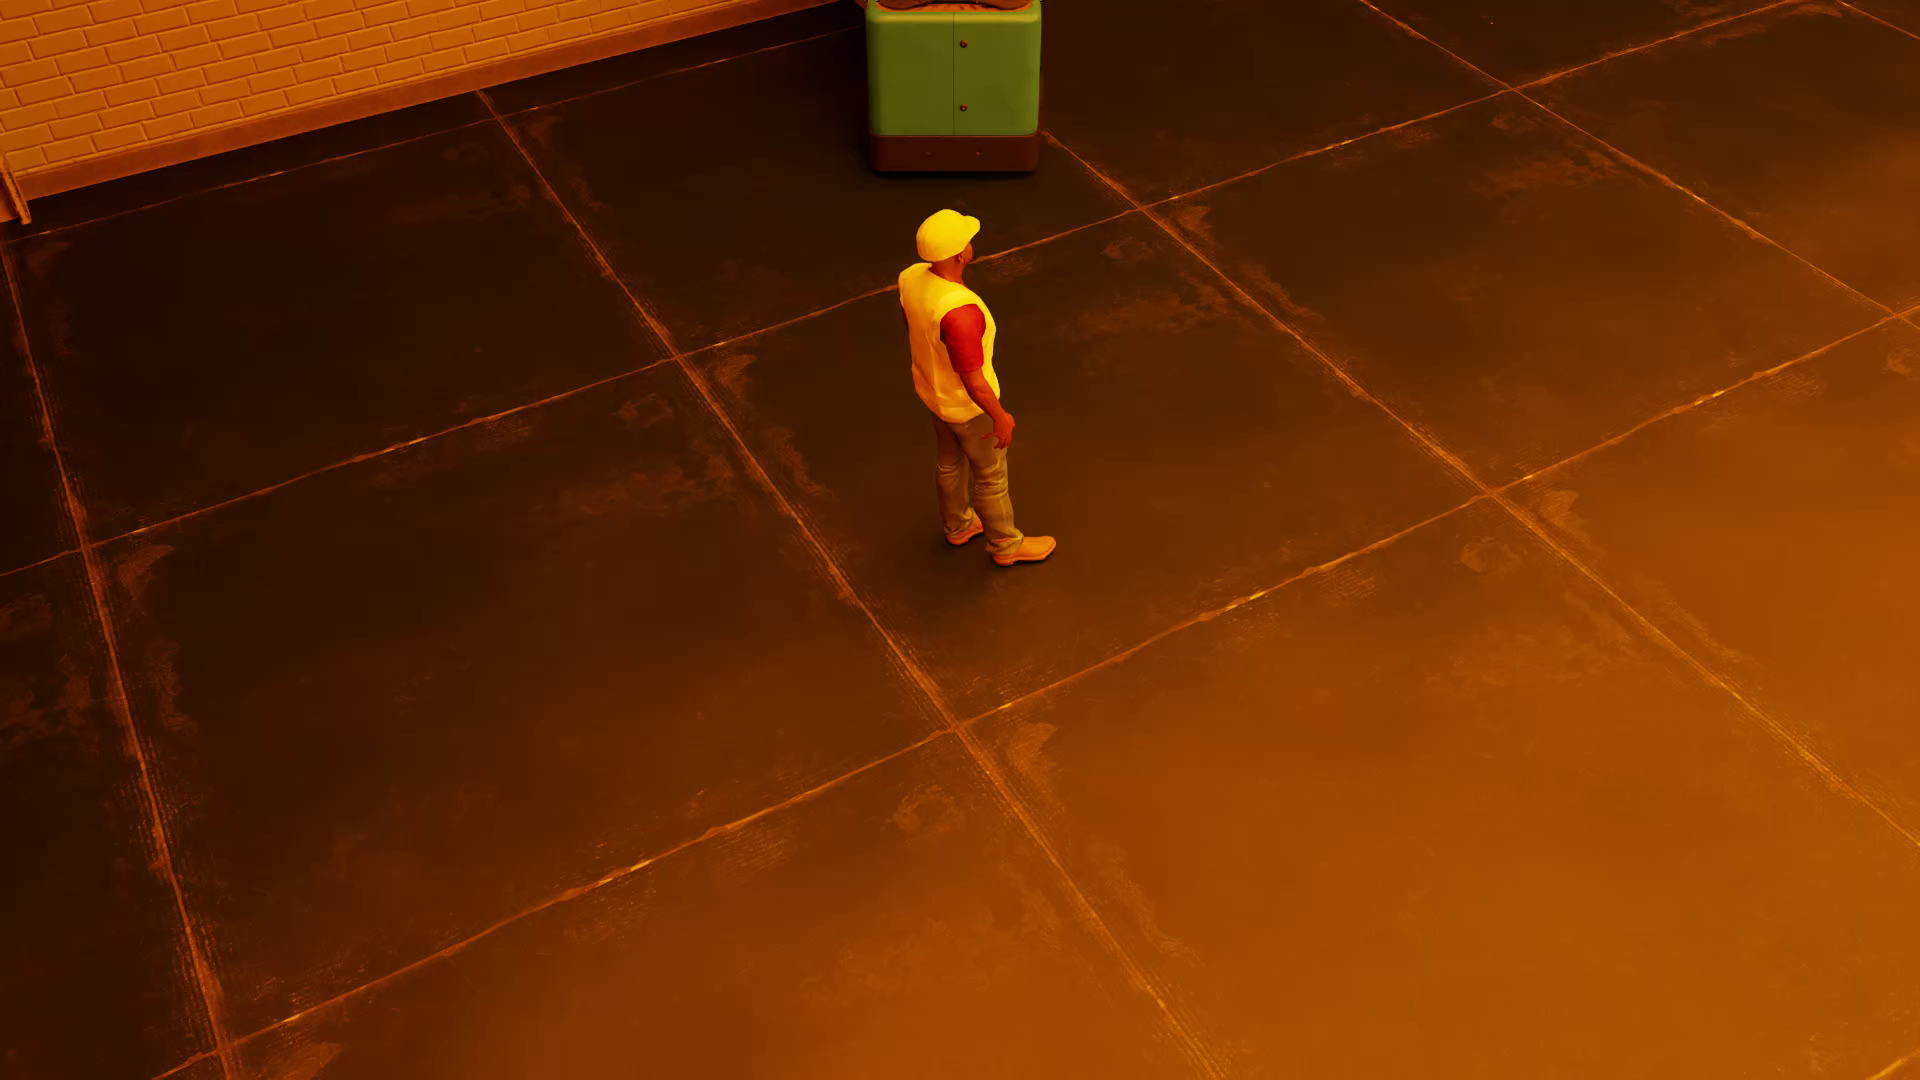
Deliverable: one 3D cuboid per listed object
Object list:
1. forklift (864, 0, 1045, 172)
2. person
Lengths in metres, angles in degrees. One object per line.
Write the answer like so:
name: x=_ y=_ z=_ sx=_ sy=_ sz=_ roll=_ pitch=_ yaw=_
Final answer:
forklift: x=-0.038 y=-4.305 z=10.340 sx=1.130 sy=2.935 sz=3.031 roll=0 pitch=43 yaw=0
person: x=0.064 y=-0.673 z=7.270 sx=0.575 sy=1.768 sz=0.665 roll=-21 pitch=47 yaw=-21
